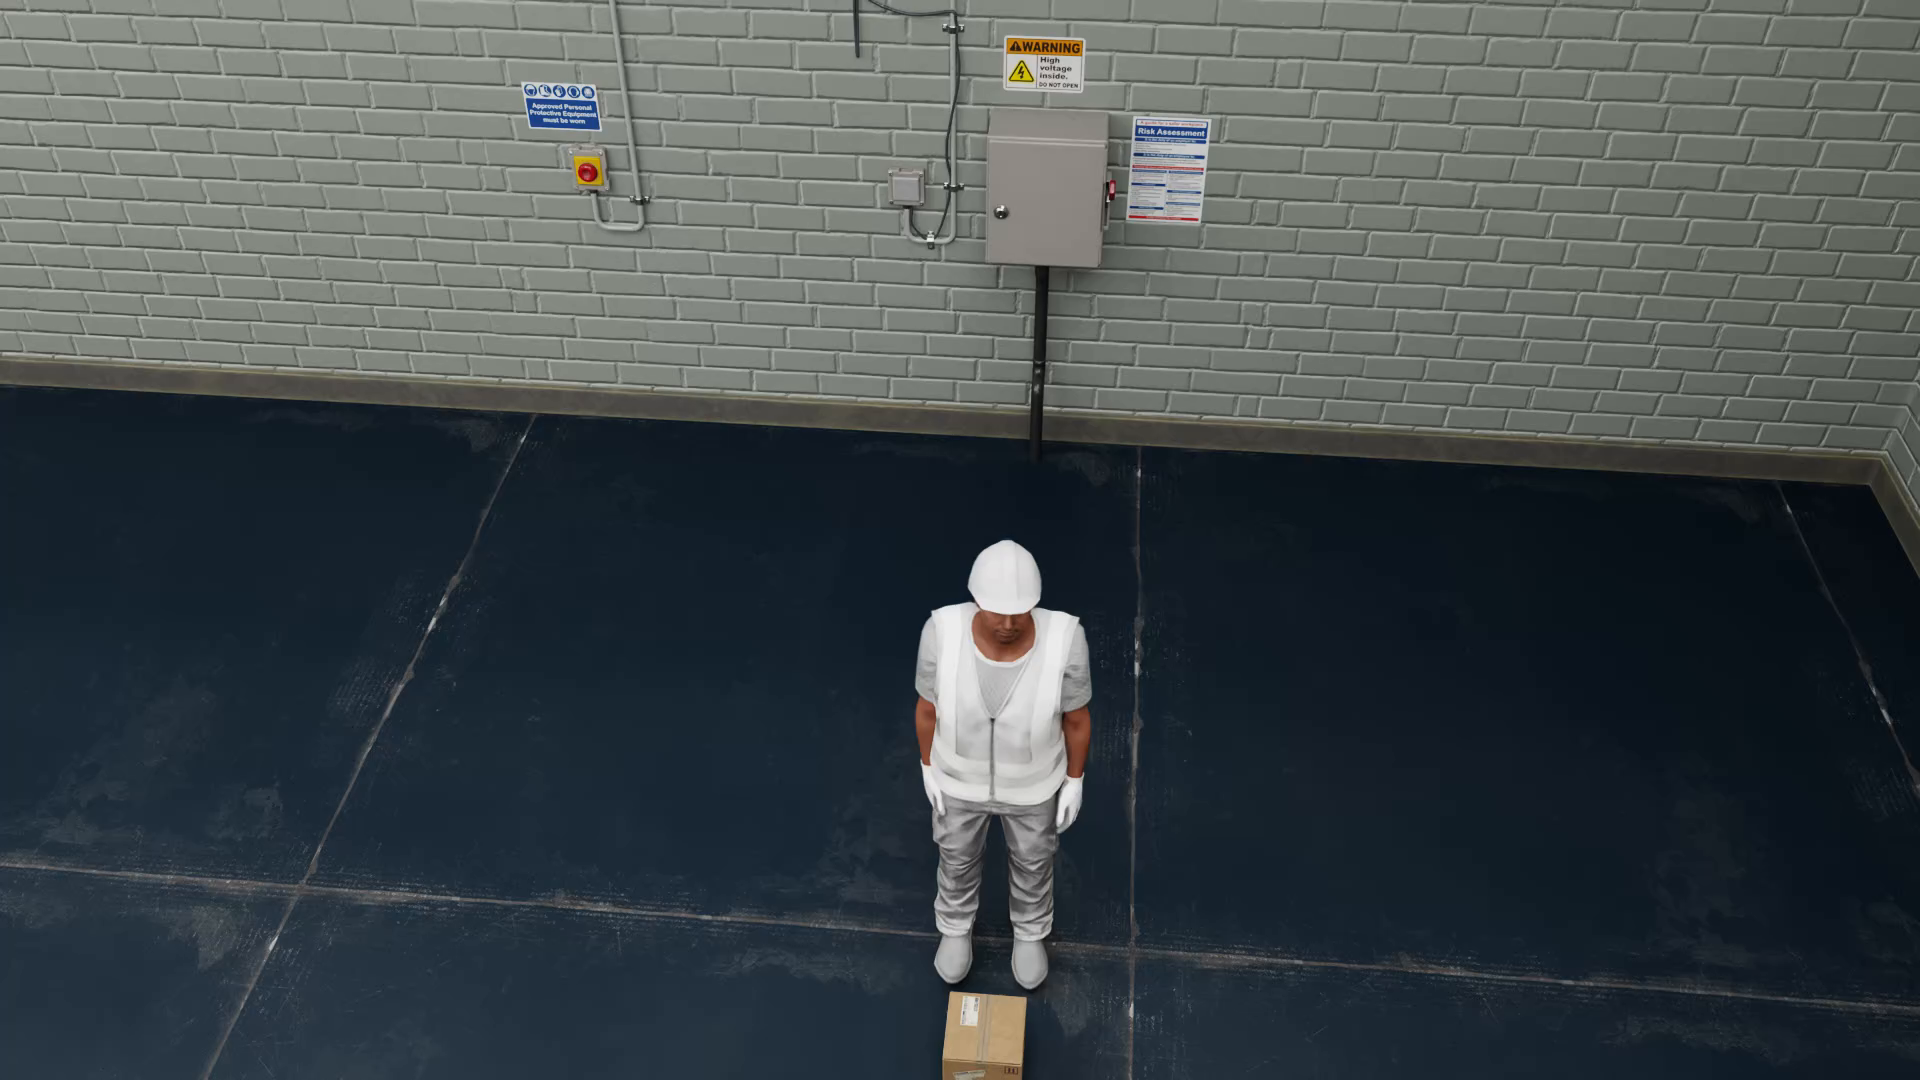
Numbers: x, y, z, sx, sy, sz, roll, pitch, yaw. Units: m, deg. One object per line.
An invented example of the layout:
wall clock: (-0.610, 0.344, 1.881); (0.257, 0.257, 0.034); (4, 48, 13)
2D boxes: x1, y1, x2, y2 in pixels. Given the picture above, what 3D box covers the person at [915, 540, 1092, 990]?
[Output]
person: (0.129, 0.738, 5.243); (0.547, 1.787, 0.369); (4, 40, 5)
